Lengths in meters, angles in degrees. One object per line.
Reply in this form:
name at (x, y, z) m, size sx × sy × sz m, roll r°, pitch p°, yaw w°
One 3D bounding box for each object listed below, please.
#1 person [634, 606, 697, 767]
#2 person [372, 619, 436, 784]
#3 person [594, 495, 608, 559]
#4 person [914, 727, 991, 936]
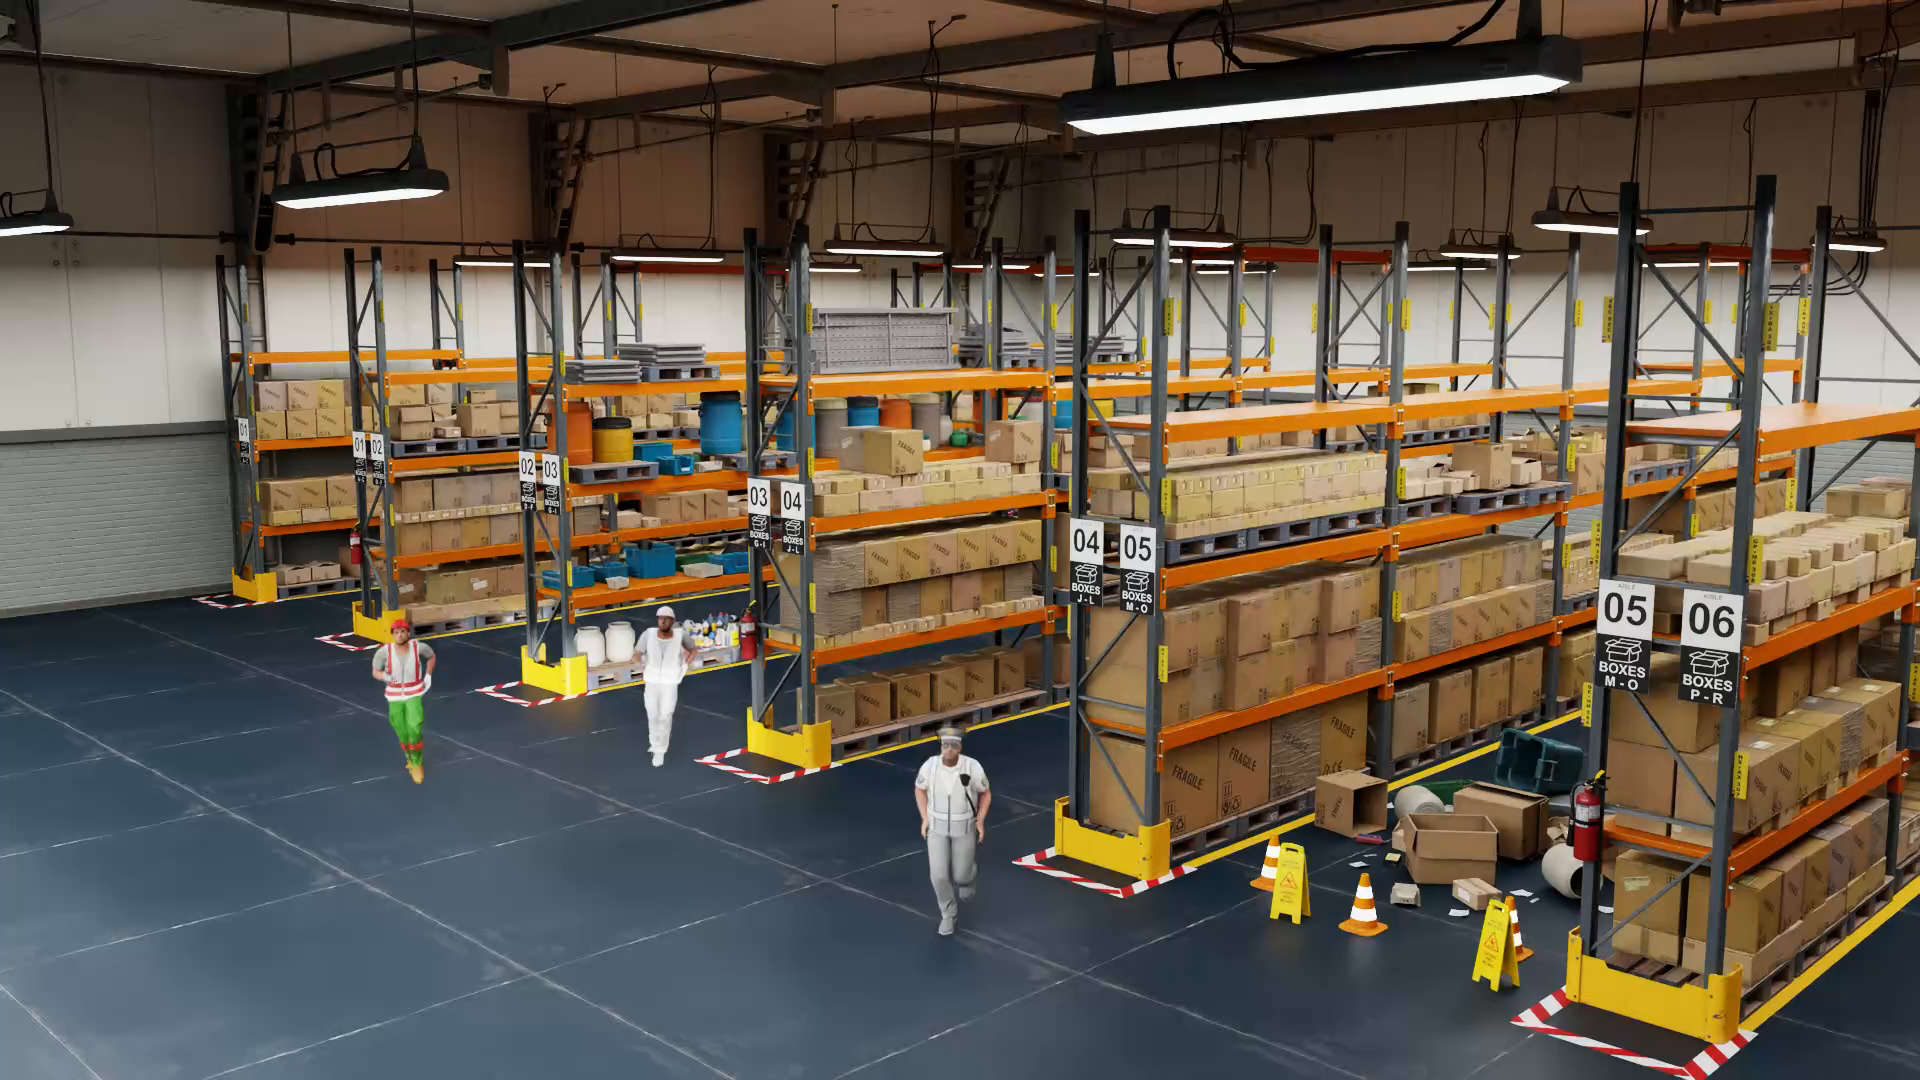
person at (-3.344, 1.646, 18.814) m, size 0.677 × 1.832 × 0.744 m, roll 1°, pitch 8°, yaw 4°
person at (-6.057, 1.737, 18.126) m, size 0.635 × 1.802 × 0.789 m, roll -2°, pitch 8°, yaw -11°
person at (-6.493, -0.001, 30.649) m, size 0.579 × 1.674 × 0.746 m, roll 6°, pitch 10°, yaw 34°
person at (-0.060, 2.367, 13.897) m, size 0.646 × 1.738 × 0.664 m, roll 1°, pitch 8°, yaw 7°
